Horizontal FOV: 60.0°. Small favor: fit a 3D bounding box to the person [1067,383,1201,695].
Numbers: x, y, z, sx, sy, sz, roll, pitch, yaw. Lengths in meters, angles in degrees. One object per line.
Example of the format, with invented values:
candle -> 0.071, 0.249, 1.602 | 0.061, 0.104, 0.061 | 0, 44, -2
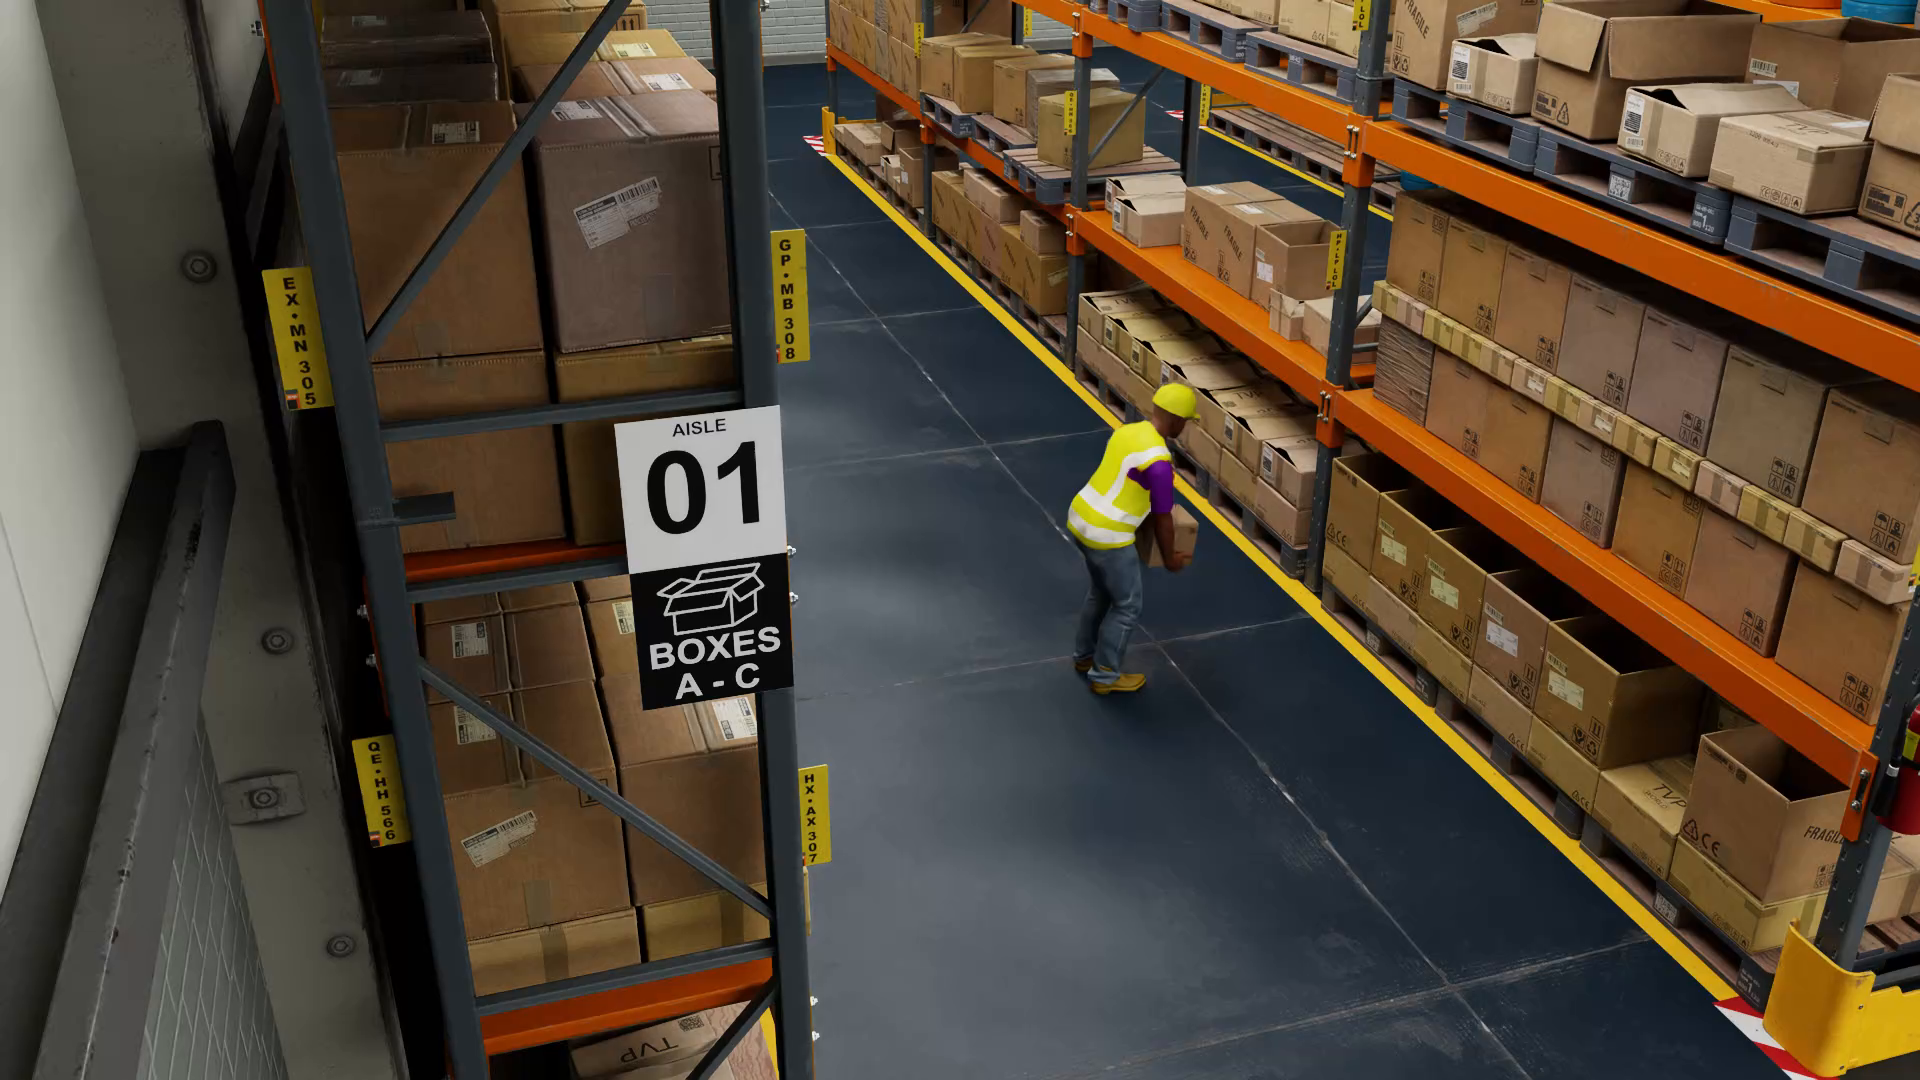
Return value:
person -> 0.912, -0.024, 8.756 | 0.693, 1.657, 0.483 | -9, 27, -17
